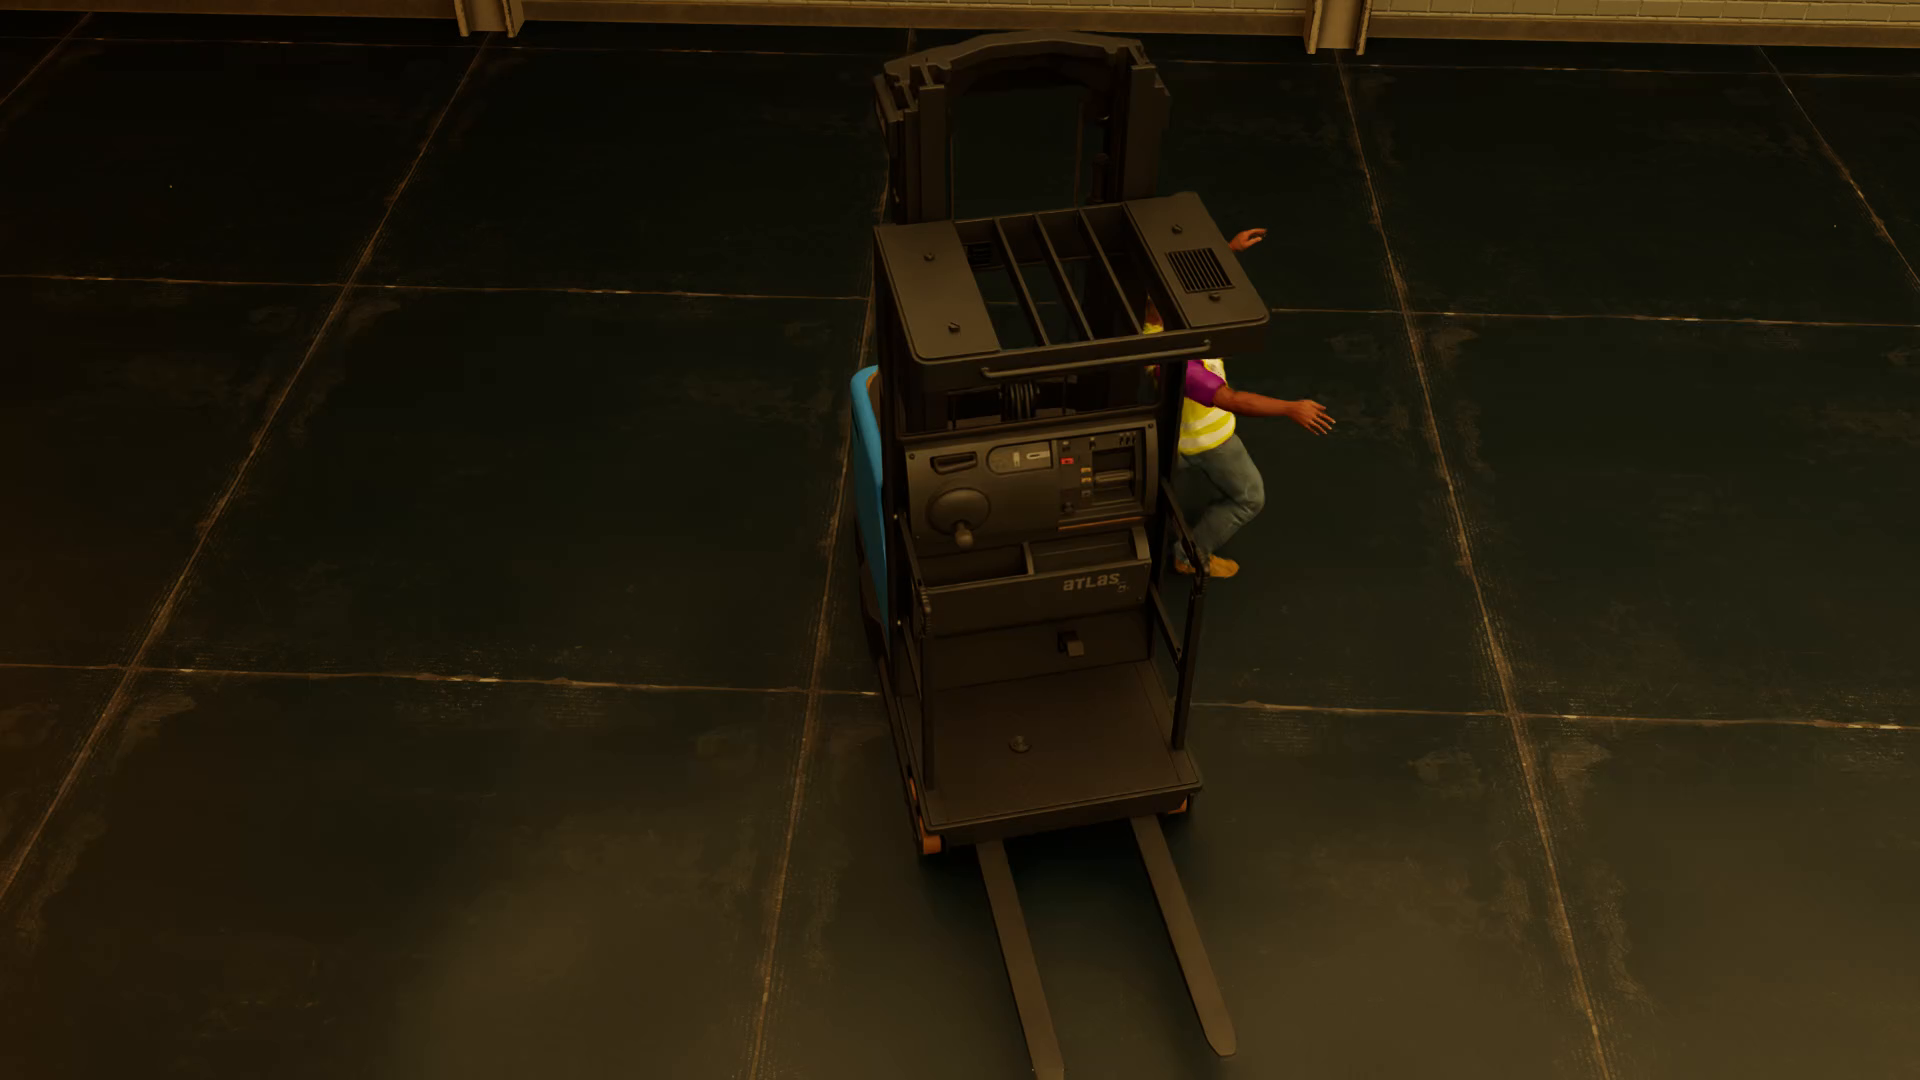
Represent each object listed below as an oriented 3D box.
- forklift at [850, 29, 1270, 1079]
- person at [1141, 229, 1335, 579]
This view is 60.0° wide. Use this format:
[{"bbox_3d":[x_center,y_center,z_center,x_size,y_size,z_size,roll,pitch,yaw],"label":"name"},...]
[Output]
[{"bbox_3d":[0.310,-0.122,5.876,1.130,2.935,3.031,-8,43,-9],"label":"forklift"},{"bbox_3d":[1.078,-0.519,7.357,0.723,1.635,1.162,-5,43,-5],"label":"person"}]
